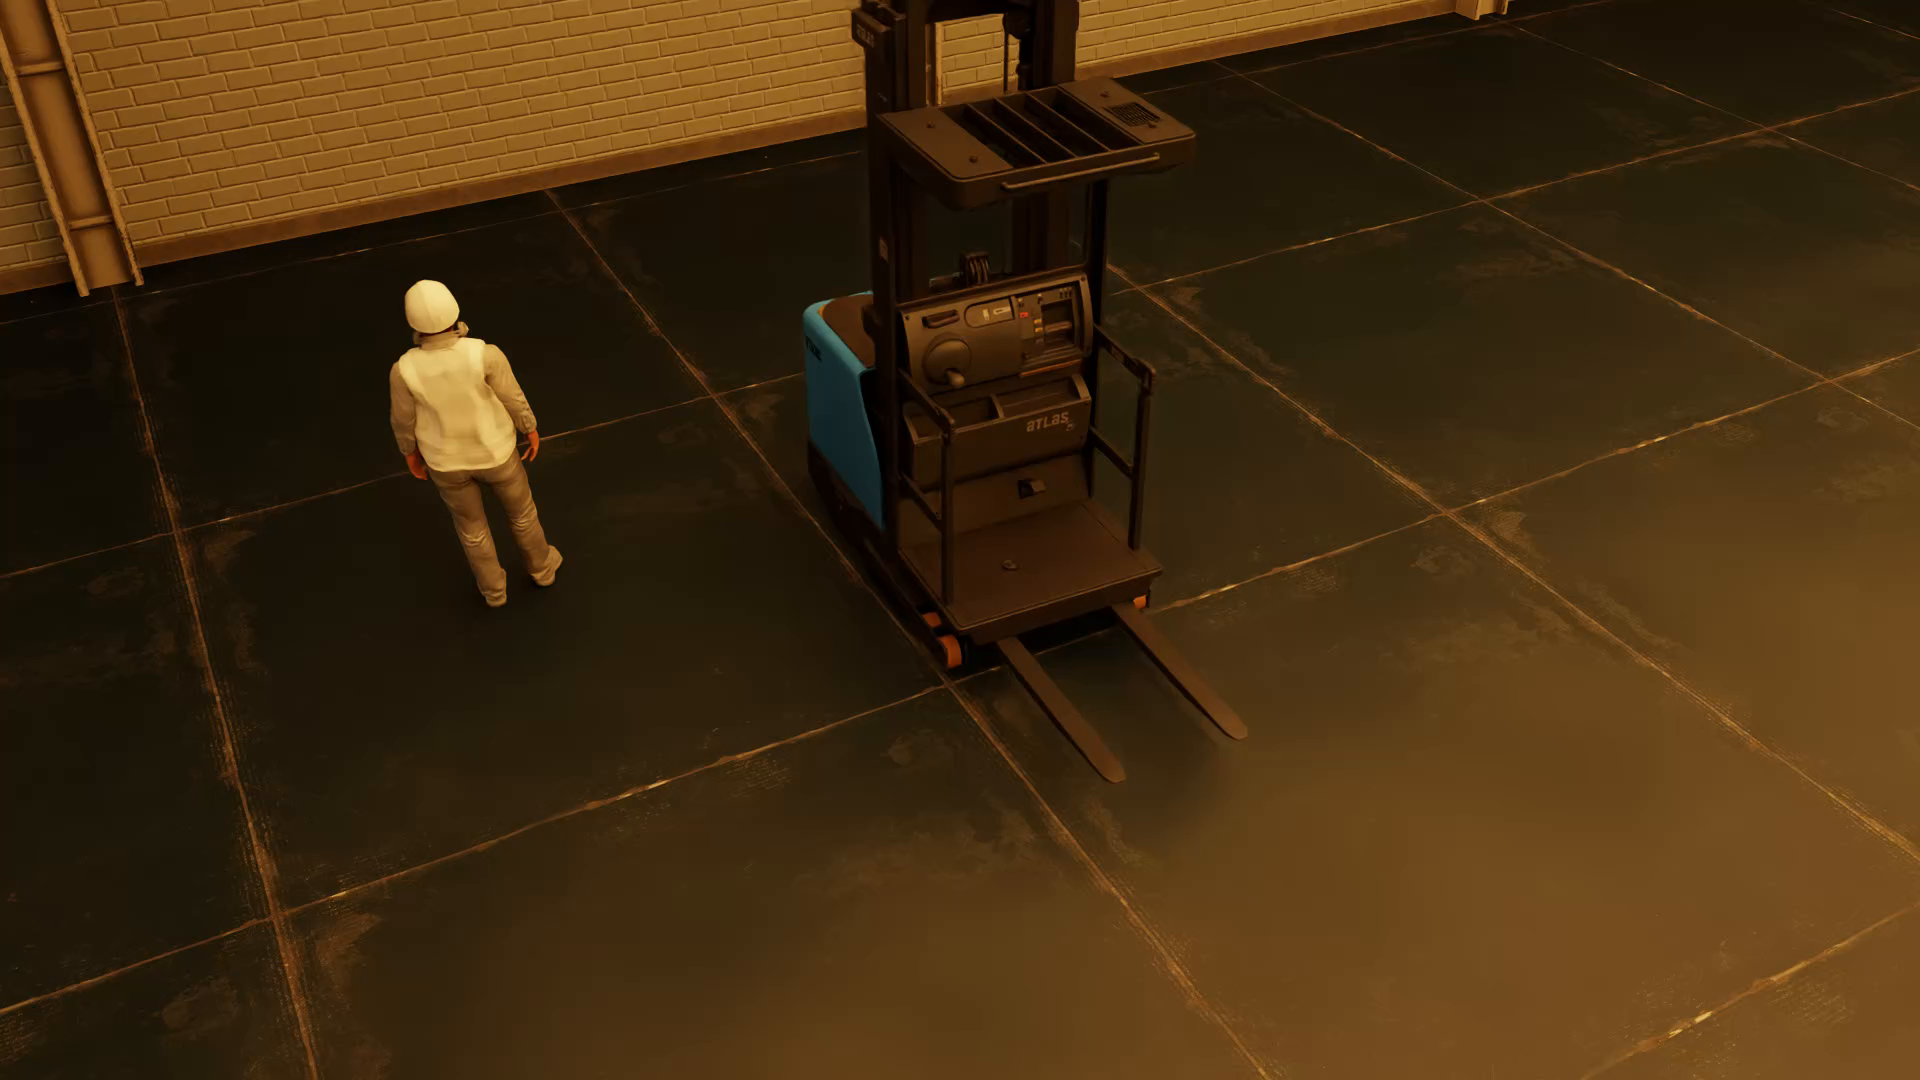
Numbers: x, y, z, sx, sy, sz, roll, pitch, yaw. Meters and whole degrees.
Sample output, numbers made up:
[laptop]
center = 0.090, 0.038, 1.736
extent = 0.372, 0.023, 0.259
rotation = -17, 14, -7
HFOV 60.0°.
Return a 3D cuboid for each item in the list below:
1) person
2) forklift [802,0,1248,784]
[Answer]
[person]
center = -2.289, -0.466, 7.773
extent = 0.627, 1.774, 0.569
rotation = -8, 36, -11
[forklift]
center = 0.272, -0.881, 7.369
extent = 1.130, 2.935, 3.031
rotation = -16, 38, -21
